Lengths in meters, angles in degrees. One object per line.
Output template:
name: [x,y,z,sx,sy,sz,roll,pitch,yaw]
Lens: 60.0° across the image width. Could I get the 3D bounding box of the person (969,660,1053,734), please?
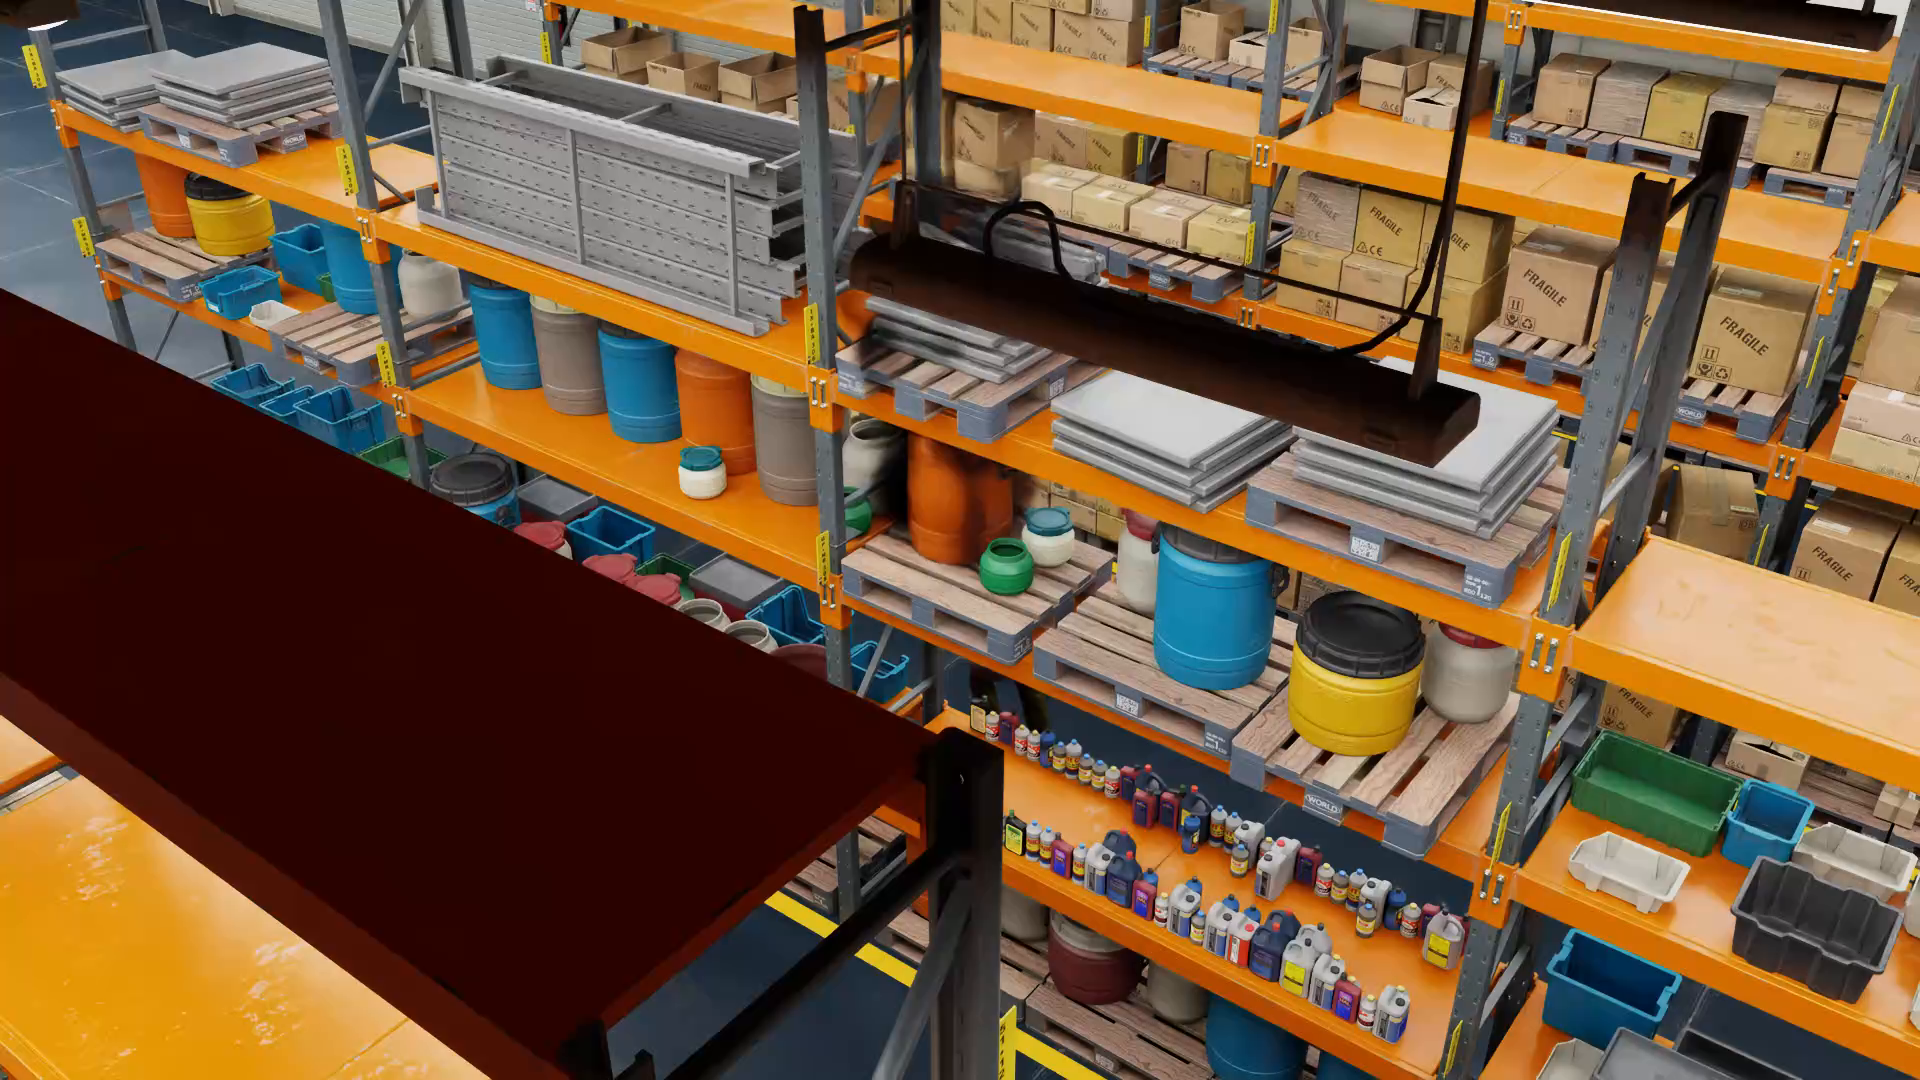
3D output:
person: [0.316,0.767,11.823,0.834,1.883,0.654,22,38,31]
